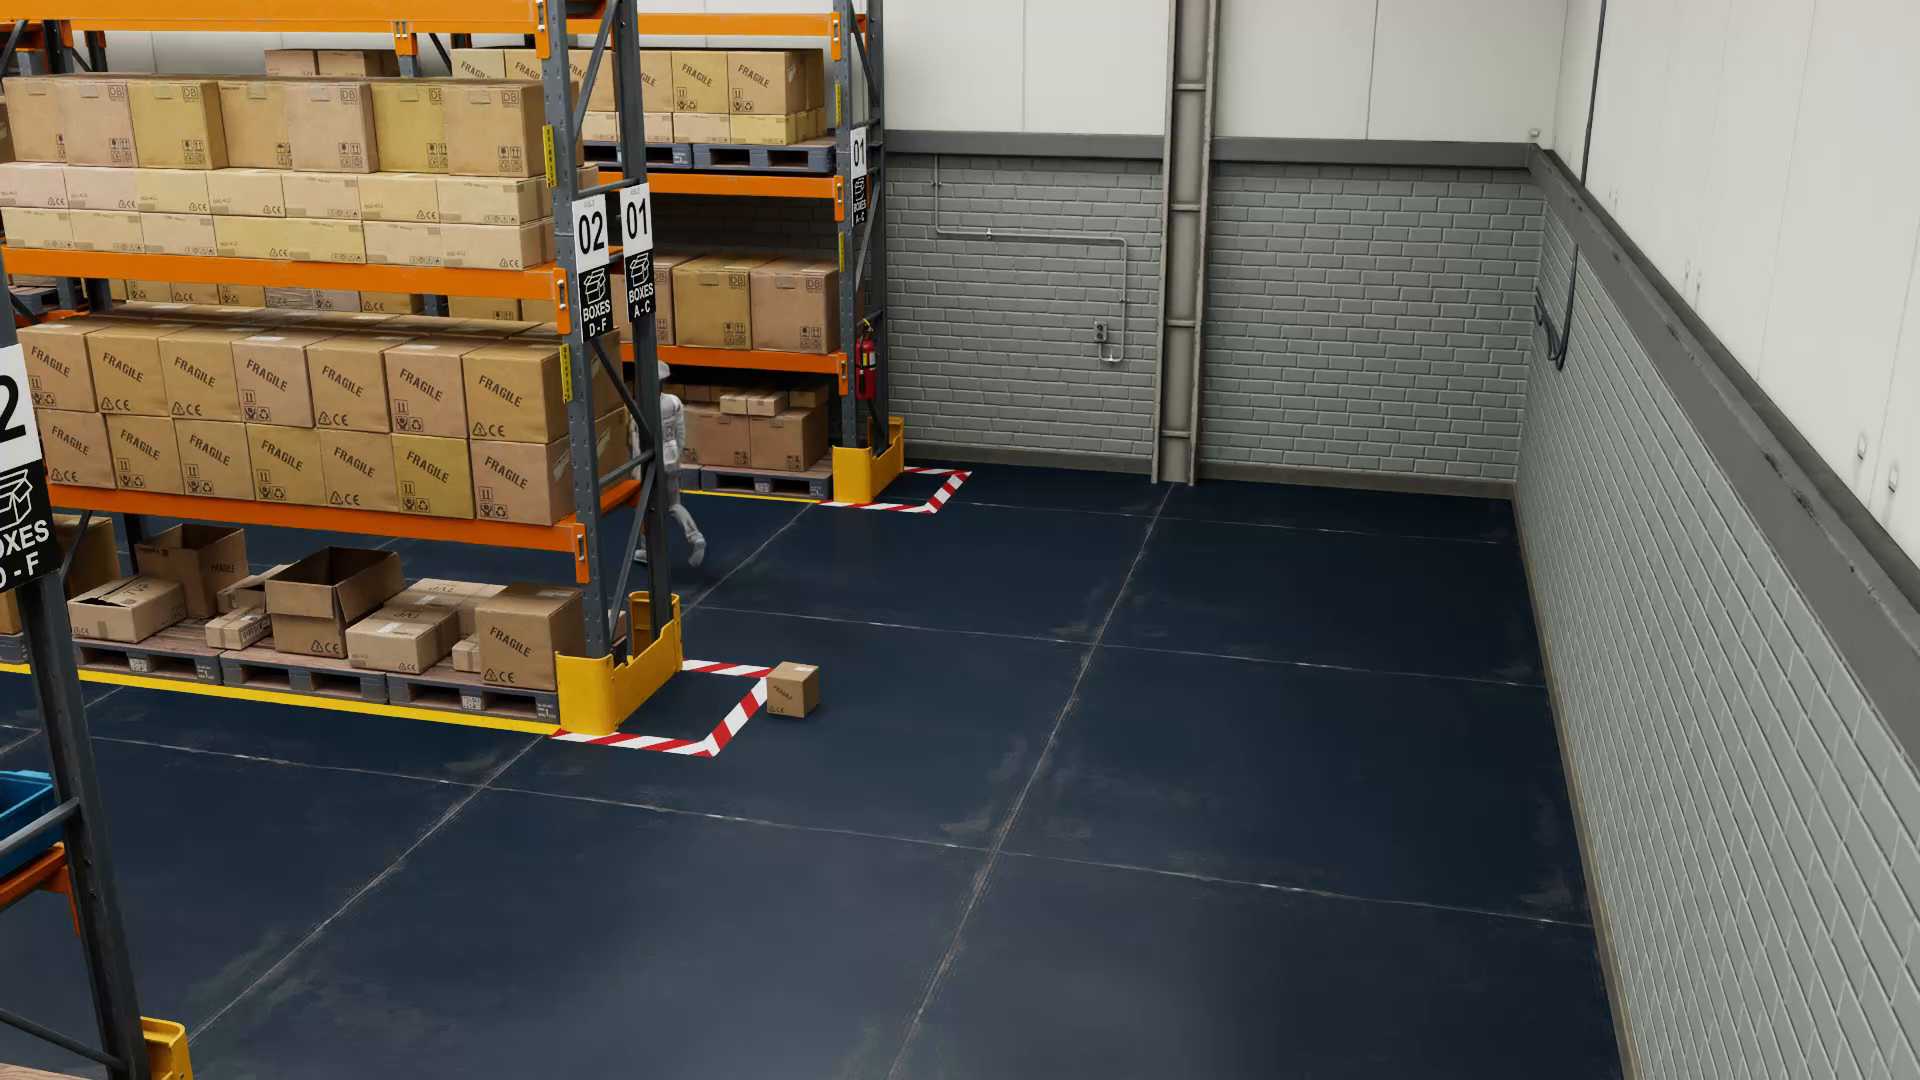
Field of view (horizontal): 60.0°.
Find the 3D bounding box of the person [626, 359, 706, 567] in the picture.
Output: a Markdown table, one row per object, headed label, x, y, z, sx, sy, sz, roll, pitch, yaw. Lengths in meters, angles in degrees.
| label | x | y | z | sx | sy | sz | roll | pitch | yaw |
| --- | --- | --- | --- | --- | --- | --- | --- | --- | --- |
| person | -2.295 | -0.575 | 12.710 | 0.497 | 1.658 | 0.790 | -15 | 23 | -37 |
